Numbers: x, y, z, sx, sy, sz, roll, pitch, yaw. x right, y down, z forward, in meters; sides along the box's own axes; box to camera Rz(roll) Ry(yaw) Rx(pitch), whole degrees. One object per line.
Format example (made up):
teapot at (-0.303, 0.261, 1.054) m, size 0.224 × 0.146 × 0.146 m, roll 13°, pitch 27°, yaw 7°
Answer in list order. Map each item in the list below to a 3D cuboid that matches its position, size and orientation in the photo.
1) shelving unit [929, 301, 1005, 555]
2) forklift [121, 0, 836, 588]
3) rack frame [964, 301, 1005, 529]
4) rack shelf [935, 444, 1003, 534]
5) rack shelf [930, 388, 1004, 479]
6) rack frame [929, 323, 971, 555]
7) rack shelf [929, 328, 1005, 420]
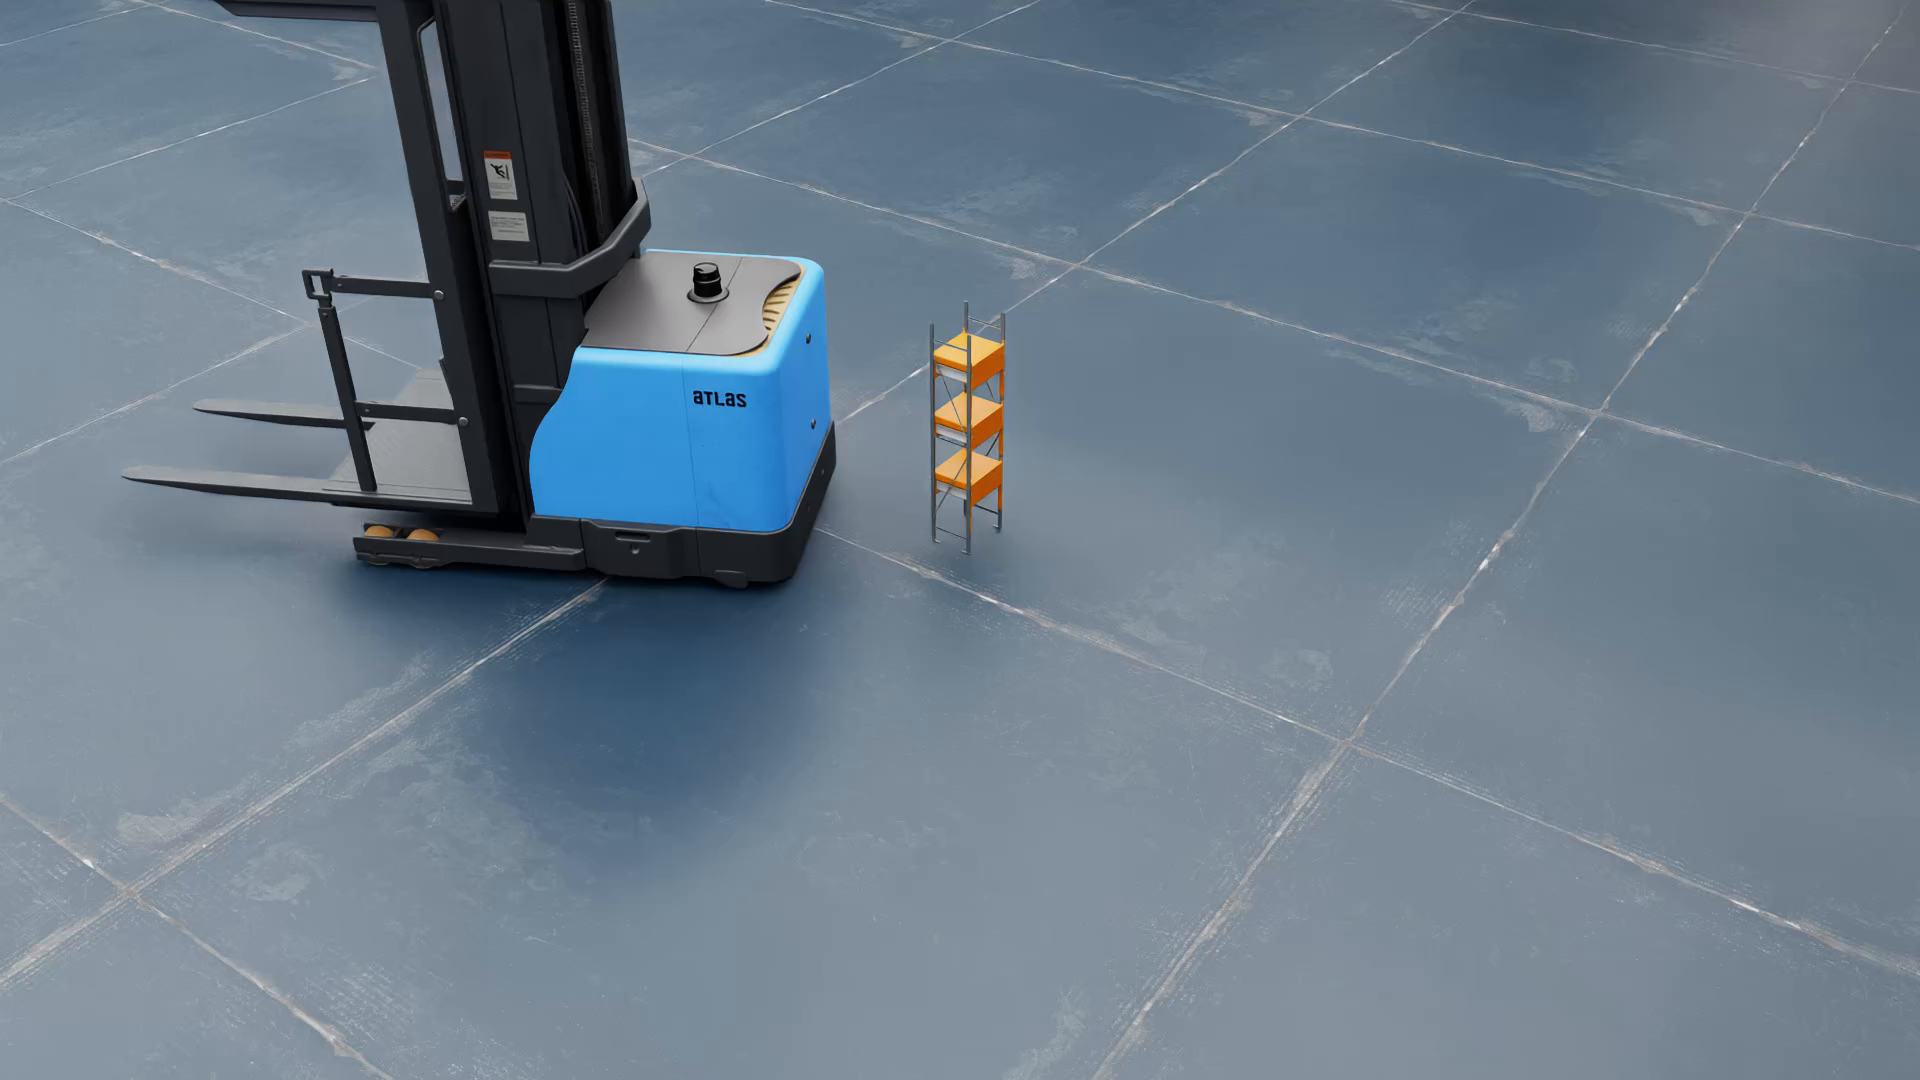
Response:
shelving unit at (0.031, -0.460, 6.992) m, size 0.215 × 1.050 × 0.252 m, roll 21°, pitch 39°, yaw 28°
forklift at (-2.127, -1.379, 6.673) m, size 3.031 × 2.935 × 1.130 m, roll 4°, pitch 34°, yaw 7°
rack frame at (0.100, -0.516, 7.075) m, size 0.200 × 1.050 × 0.008 m, roll 21°, pitch 39°, yaw 28°
rack shelf at (0.031, -0.221, 7.154) m, size 0.215 × 0.259 × 0.240 m, roll 21°, pitch 39°, yaw 28°
rack shelf at (0.031, -0.451, 6.998) m, size 0.215 × 0.259 × 0.240 m, roll 21°, pitch 39°, yaw 28°
rack frame at (-0.039, -0.403, 6.909) m, size 0.200 × 1.050 × 0.008 m, roll 21°, pitch 39°, yaw 28°
rack shelf at (0.031, -0.686, 6.839) m, size 0.215 × 0.259 × 0.240 m, roll 21°, pitch 39°, yaw 28°
